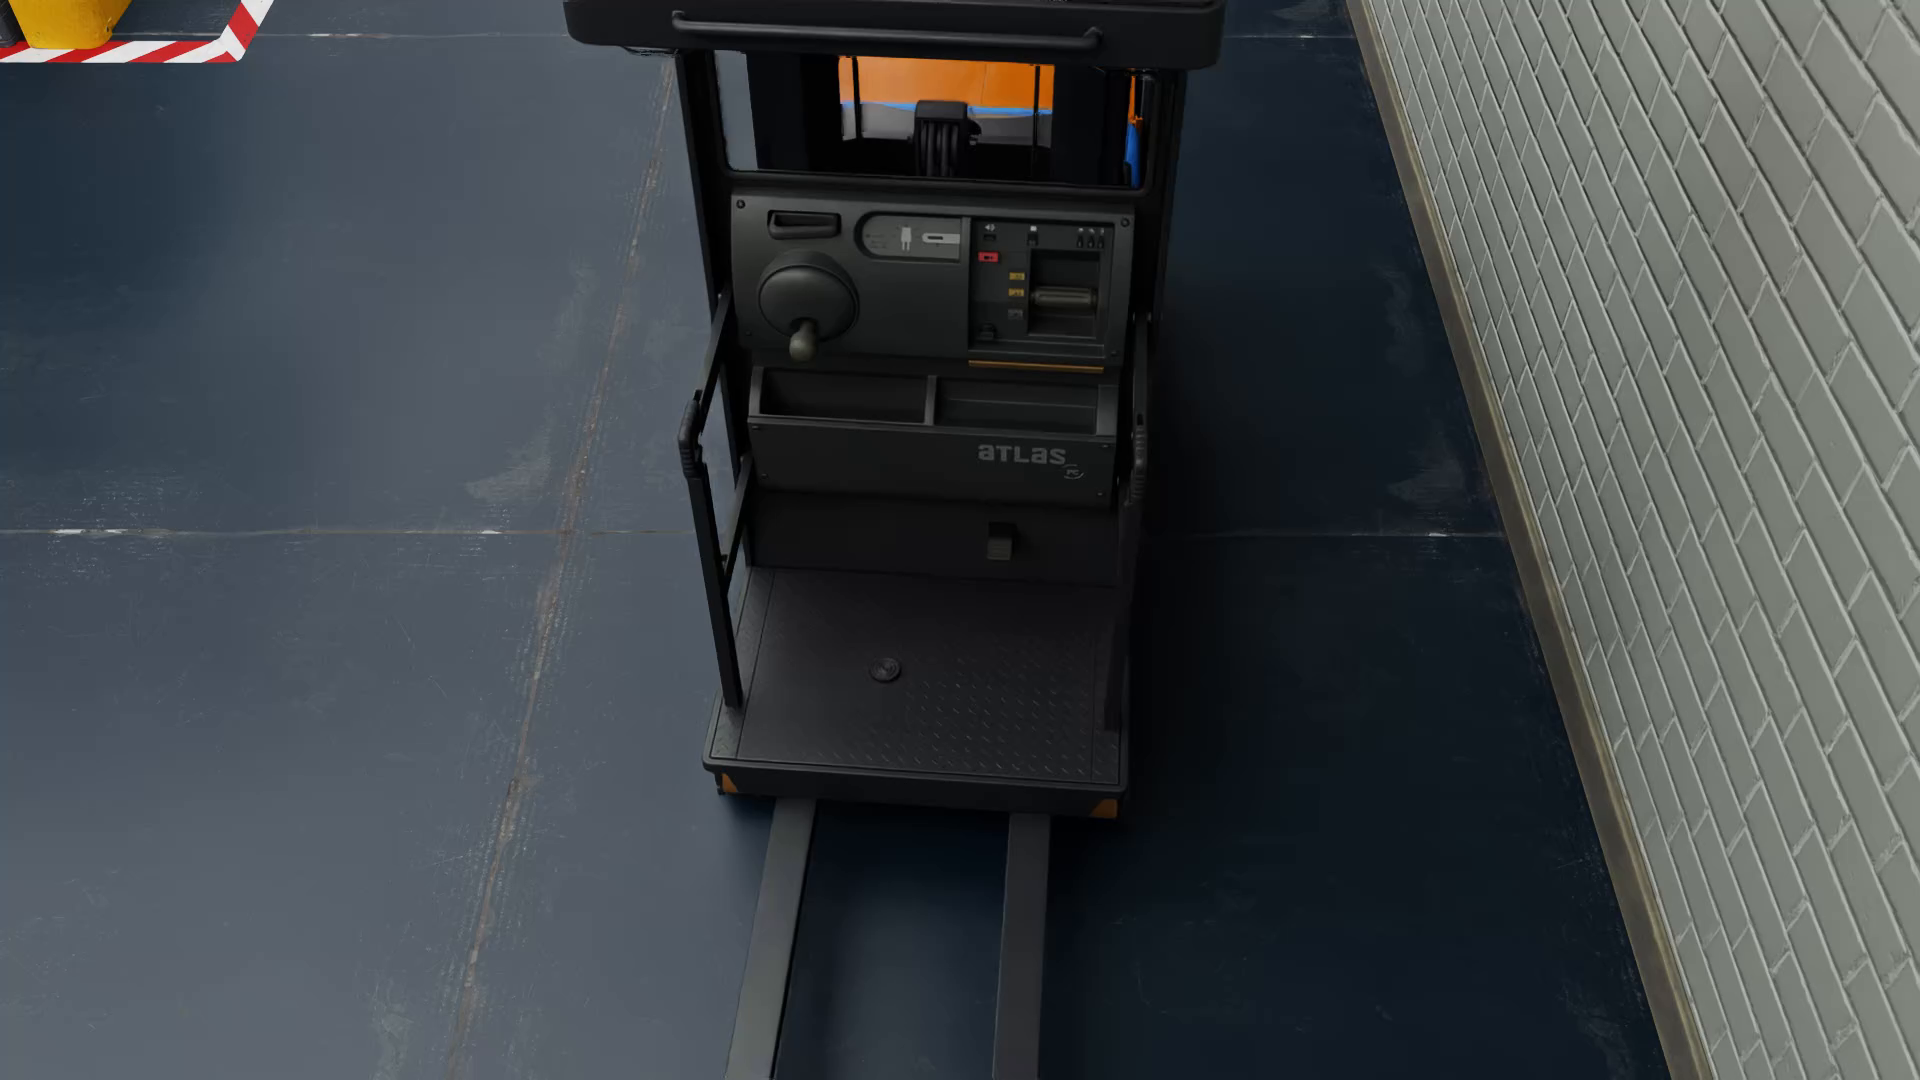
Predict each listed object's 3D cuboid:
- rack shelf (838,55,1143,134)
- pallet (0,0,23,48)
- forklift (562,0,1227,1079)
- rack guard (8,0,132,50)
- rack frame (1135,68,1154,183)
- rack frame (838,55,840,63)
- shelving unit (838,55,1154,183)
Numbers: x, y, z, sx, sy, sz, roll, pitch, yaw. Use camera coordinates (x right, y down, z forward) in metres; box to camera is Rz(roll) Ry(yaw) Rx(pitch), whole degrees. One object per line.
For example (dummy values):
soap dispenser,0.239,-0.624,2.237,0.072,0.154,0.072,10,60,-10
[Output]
rack shelf,0.083,-1.415,5.397,1.000,0.278,0.538,4,47,3
pallet,-4.726,-2.581,7.508,1.213,0.211,1.003,0,47,0
forklift,-0.082,-0.502,3.715,1.130,2.935,3.031,3,47,3
rack guard,-3.902,-2.735,7.454,0.348,0.500,1.175,0,47,0
rack frame,0.590,-1.183,5.582,0.032,1.125,0.500,4,47,3
rack frame,-0.423,-1.246,5.641,0.032,1.125,0.500,4,47,3
shelving unit,0.083,-1.215,5.611,1.048,1.125,0.538,4,47,3
